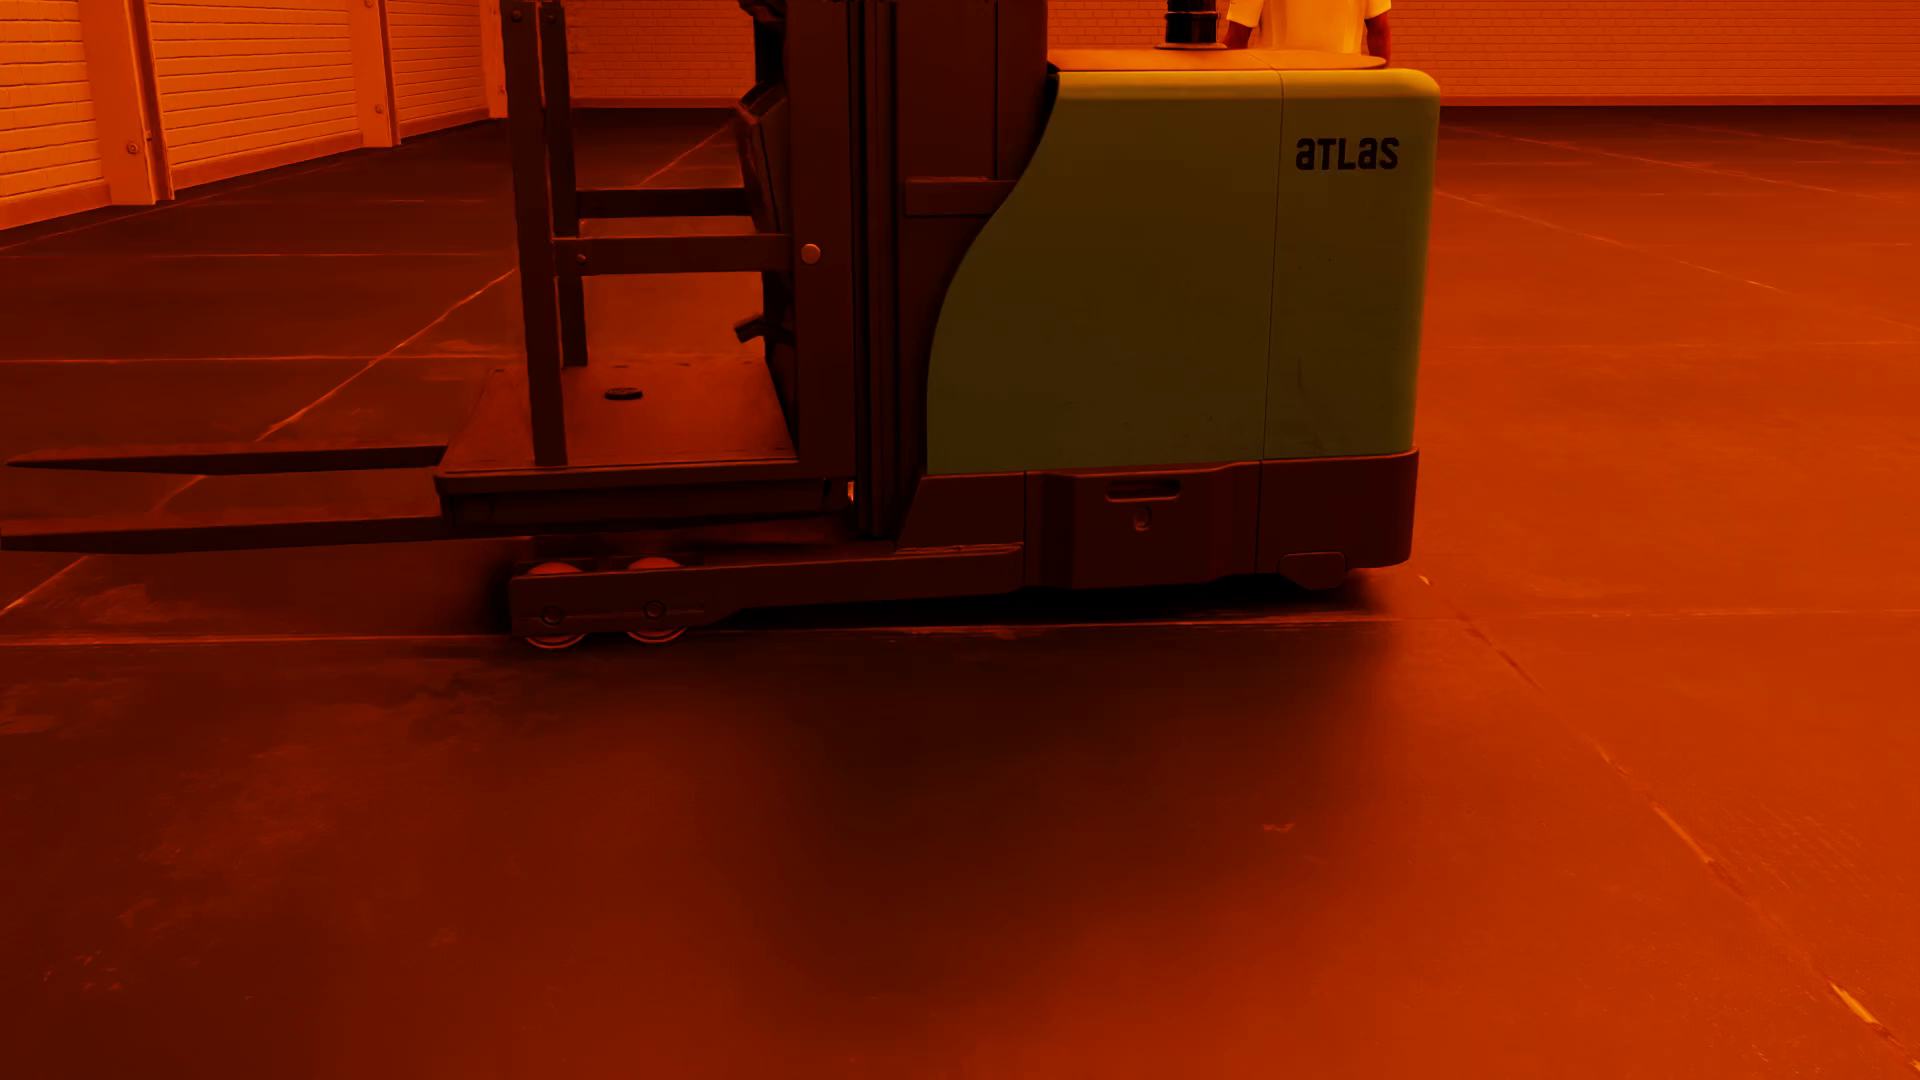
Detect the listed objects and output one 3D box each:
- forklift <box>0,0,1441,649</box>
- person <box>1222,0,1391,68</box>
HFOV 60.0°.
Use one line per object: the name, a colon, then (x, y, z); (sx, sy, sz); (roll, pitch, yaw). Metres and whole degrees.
forklift: (-0.599, -1.356, 3.341); (3.031, 2.935, 1.130); (-3, 17, -9)
person: (1.317, -1.719, 6.496); (0.665, 1.769, 0.574); (-1, 17, -2)
